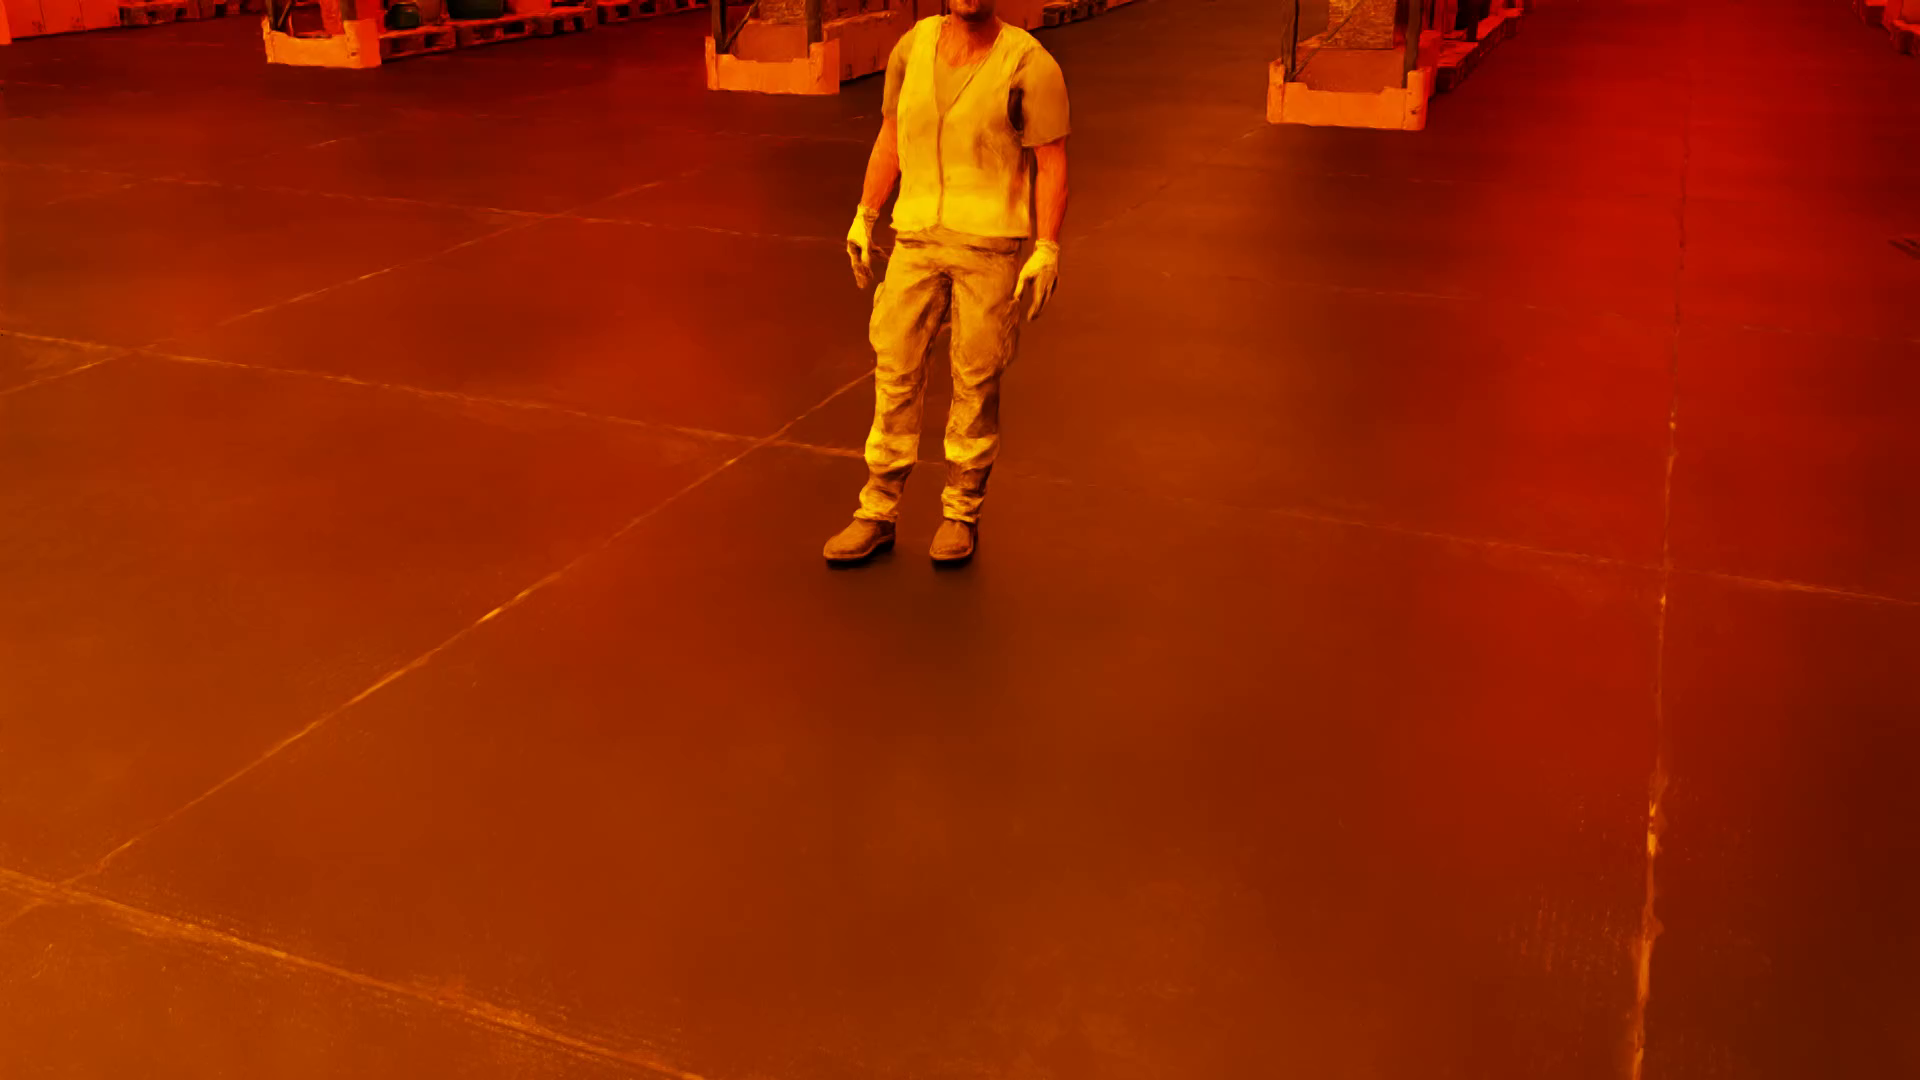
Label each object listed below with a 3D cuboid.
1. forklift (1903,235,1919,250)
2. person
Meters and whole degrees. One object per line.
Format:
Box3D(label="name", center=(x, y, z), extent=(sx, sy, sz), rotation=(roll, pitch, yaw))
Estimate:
Box3D(label="forklift", center=(4.832, -2.033, 6.157), extent=(1.130, 2.935, 3.031), rotation=(1, 23, 2))
Box3D(label="person", center=(-0.041, -0.805, 4.681), extent=(0.637, 1.787, 0.563), rotation=(9, 24, 21))
